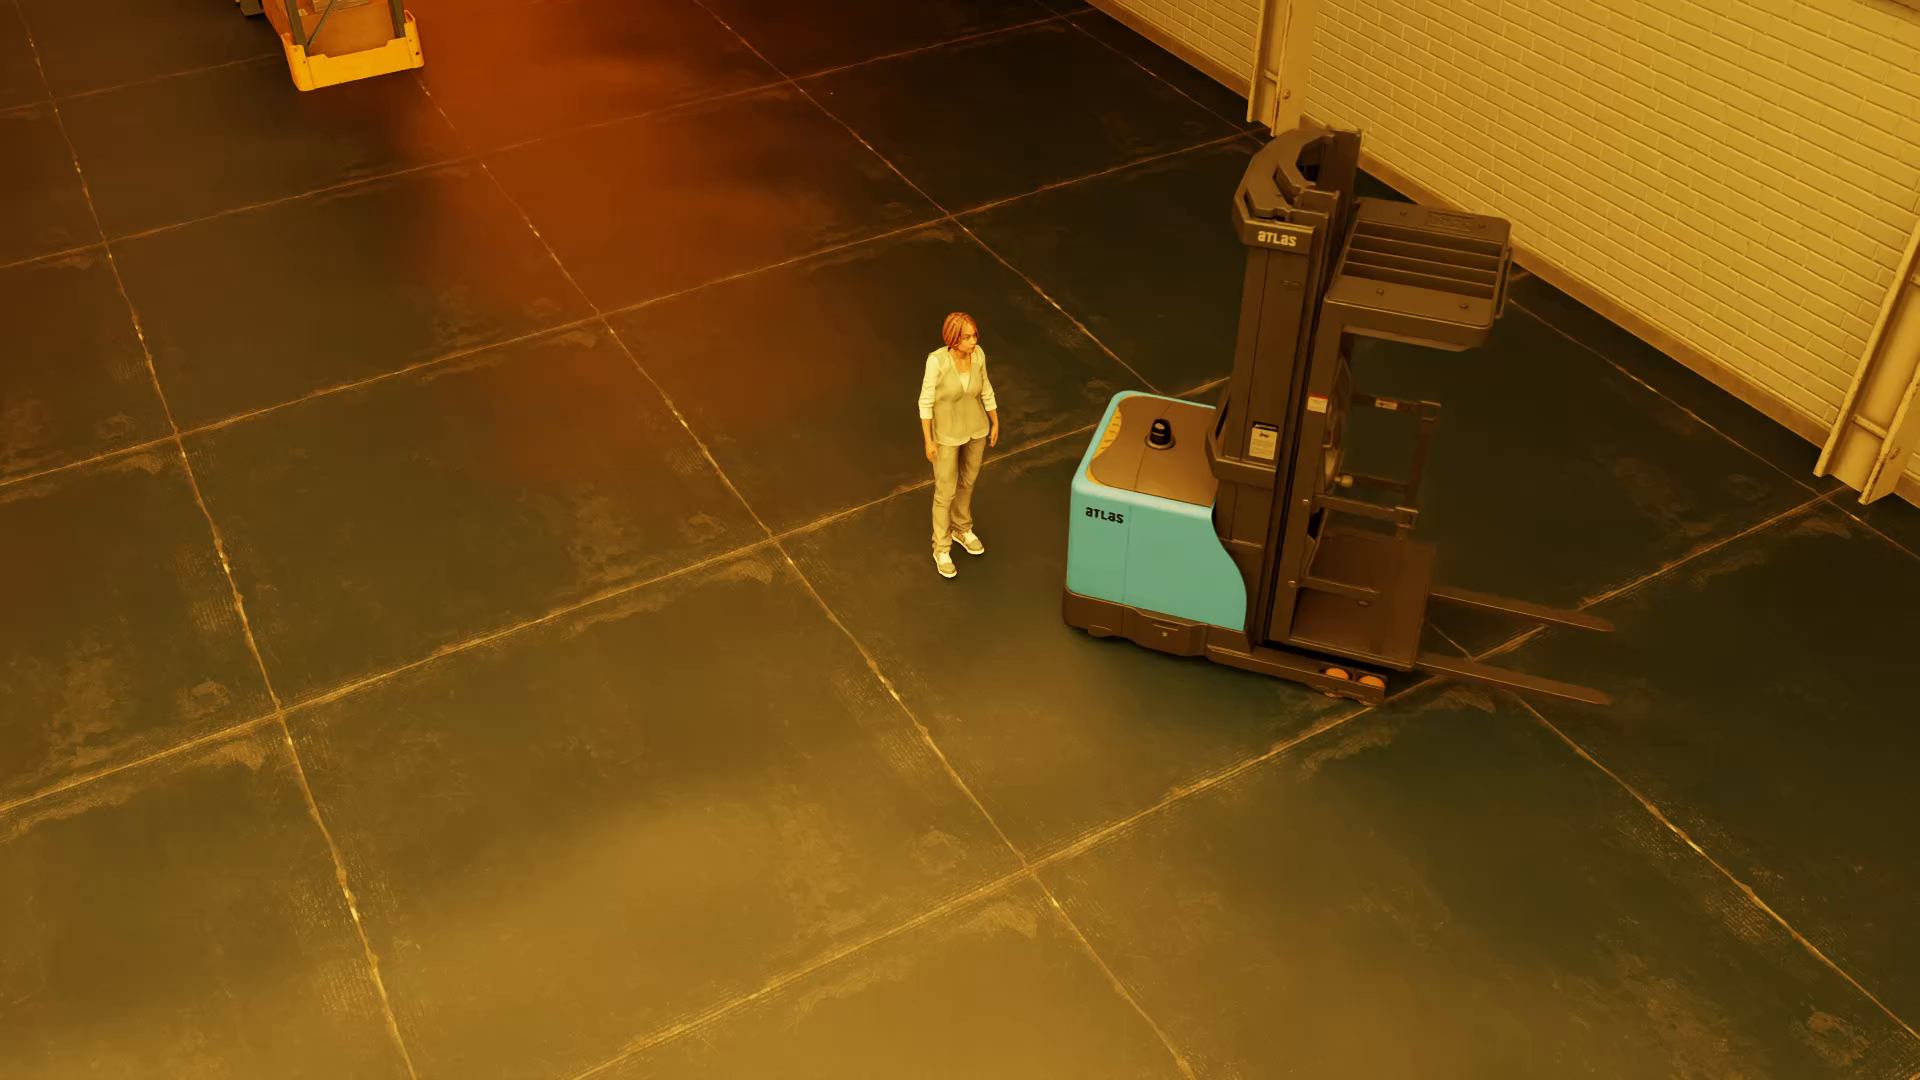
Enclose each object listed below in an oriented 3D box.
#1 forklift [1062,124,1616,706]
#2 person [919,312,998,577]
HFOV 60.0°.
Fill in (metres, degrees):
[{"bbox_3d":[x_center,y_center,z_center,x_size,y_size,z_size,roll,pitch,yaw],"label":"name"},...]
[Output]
[{"bbox_3d":[2.168,-0.594,8.752,3.031,2.935,1.130,13,41,15],"label":"forklift"},{"bbox_3d":[0.025,-0.572,9.765,0.519,1.591,0.474,-20,44,-23],"label":"person"}]
